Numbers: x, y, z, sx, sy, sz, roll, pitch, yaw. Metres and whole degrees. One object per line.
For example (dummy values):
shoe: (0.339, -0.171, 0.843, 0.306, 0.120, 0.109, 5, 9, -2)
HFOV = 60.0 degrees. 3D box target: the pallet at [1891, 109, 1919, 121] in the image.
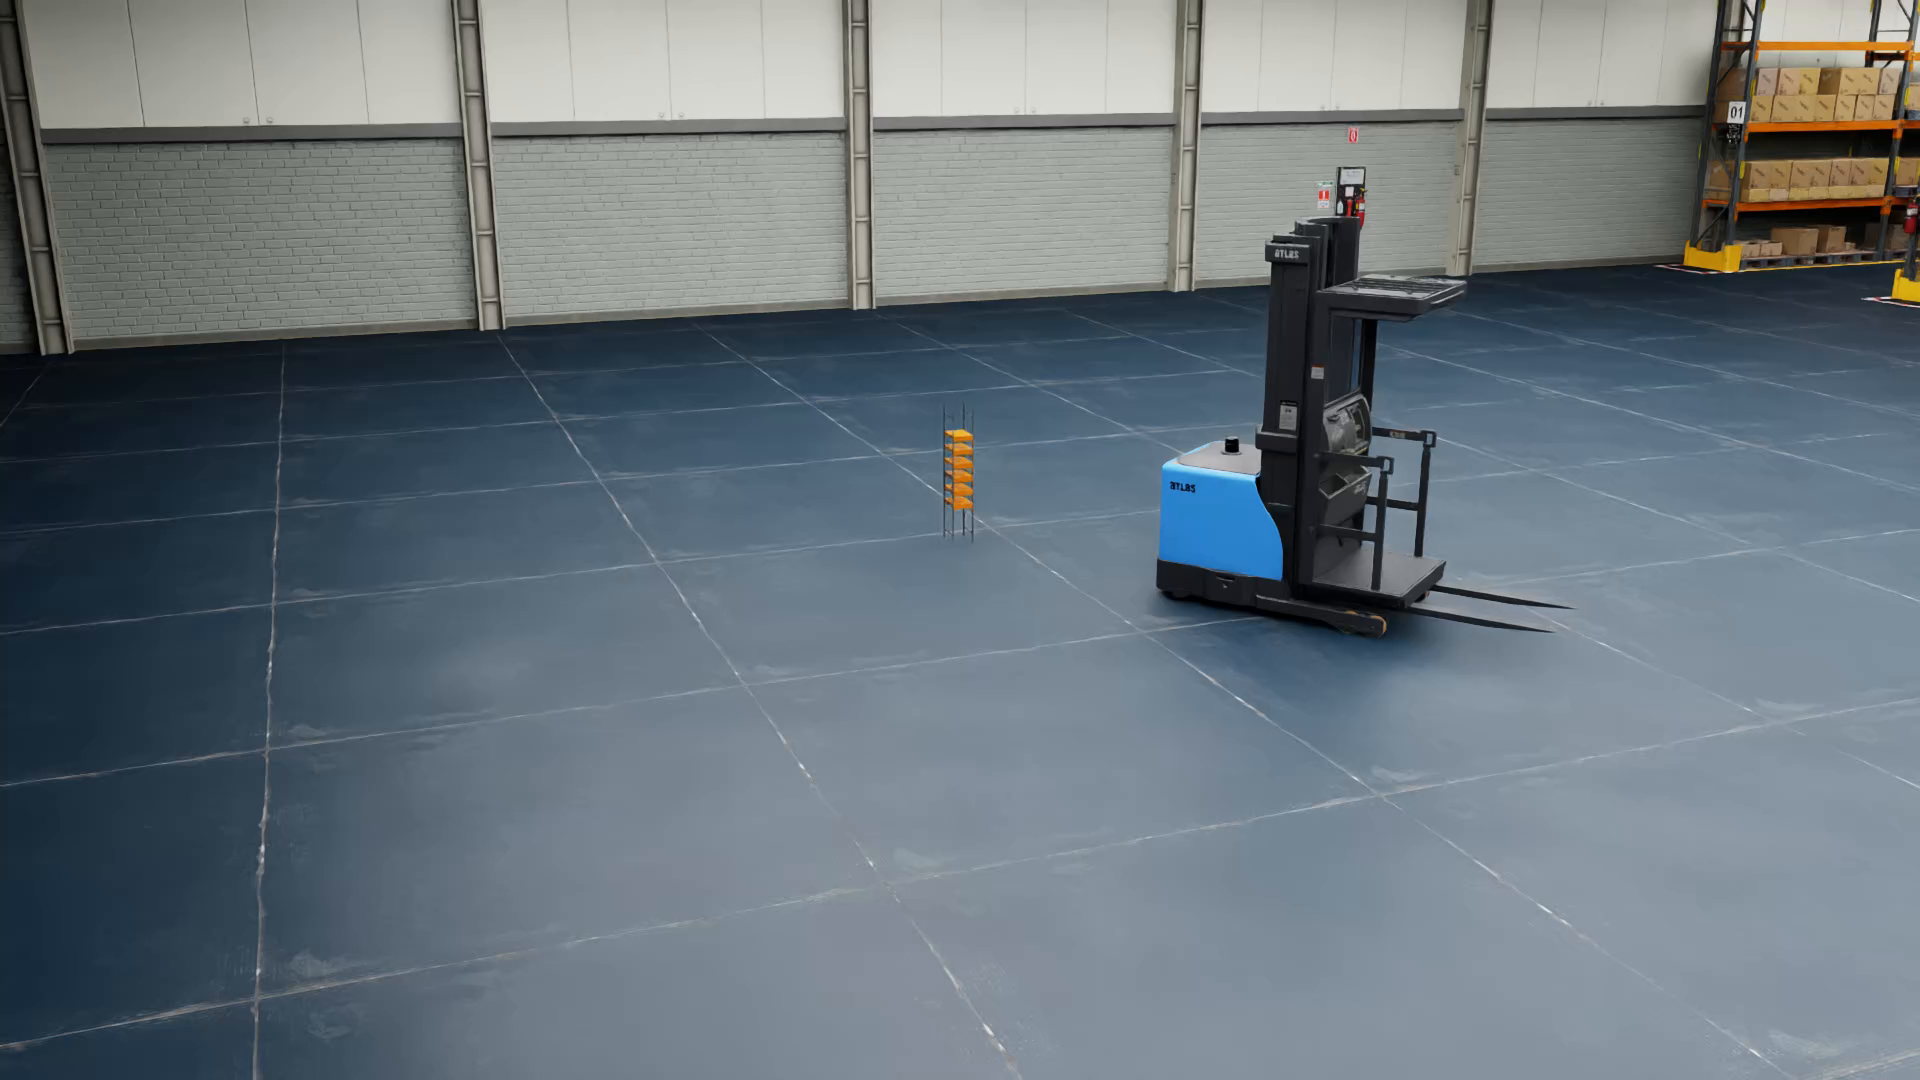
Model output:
pallet: (19.173, -8.620, 33.637, 1.003, 0.211, 1.213, -6, 17, -20)

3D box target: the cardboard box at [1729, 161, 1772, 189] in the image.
cardboard box: (15.377, -7.100, 32.351, 0.500, 0.500, 0.500, -6, 17, -20)

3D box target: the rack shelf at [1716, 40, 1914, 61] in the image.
rack shelf: (16.691, -9.566, 32.487, 4.000, 0.370, 1.077, -6, 17, -20)

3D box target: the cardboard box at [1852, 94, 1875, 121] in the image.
cardboard box: (17.698, -8.570, 32.920, 0.500, 0.500, 0.500, -8, 18, -25)

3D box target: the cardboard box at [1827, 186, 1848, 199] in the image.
cardboard box: (17.292, -6.944, 33.151, 0.500, 0.250, 0.500, -6, 17, -20)

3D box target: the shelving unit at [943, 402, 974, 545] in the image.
shelving unit: (-0.014, -0.574, 14.424, 0.189, 1.200, 0.258, -6, 17, -20)

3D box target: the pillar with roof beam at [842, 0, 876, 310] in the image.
pillar with roof beam: (-0.100, -7.062, 22.676, 0.400, 9.000, 9.100, -6, 17, -20)

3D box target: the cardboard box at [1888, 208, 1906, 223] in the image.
cardboard box: (19.650, -6.732, 34.523, 0.500, 0.250, 0.500, -7, 18, -21)

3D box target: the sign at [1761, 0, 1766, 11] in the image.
sign: (15.017, -10.055, 31.069, 0.005, 0.325, 0.100, -6, 17, -20)

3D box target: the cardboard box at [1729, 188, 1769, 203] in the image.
cardboard box: (15.392, -6.736, 32.445, 0.500, 0.250, 0.500, -7, 18, -22)

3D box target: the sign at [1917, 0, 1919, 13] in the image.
sign: (18.735, -10.456, 32.436, 0.005, 0.325, 0.100, -6, 17, -20)

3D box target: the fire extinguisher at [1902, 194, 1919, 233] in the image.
fire extinguisher: (16.323, -5.603, 28.493, 0.183, 0.674, 0.296, -6, 17, -20)

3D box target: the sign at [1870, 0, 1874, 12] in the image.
sign: (18.354, -10.784, 33.413, 0.005, 0.325, 0.100, -6, 17, -20)

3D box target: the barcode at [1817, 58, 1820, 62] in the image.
barcode: (17.107, -9.560, 33.134, 0.075, 0.075, 0.001, -6, 17, -20)

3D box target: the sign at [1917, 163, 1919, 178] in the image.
sign: (16.418, -6.343, 28.401, 0.005, 0.325, 0.100, -6, 17, -20)

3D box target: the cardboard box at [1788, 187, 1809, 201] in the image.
cardboard box: (16.350, -6.842, 32.805, 0.500, 0.250, 0.500, -6, 18, -21)

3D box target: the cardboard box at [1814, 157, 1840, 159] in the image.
cardboard box: (17.560, -7.490, 33.681, 0.500, 0.500, 0.500, -6, 17, -20)

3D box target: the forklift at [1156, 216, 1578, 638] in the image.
forklift: (3.063, -0.857, 12.315, 3.031, 2.935, 1.130, 10, 19, 31)

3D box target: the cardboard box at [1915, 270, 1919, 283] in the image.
cardboard box: (16.994, -4.544, 28.883, 0.500, 0.250, 0.500, -6, 17, -20)

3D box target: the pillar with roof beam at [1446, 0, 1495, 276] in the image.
pillar with roof beam: (11.105, -8.272, 26.796, 0.400, 9.000, 9.100, -6, 17, -20)

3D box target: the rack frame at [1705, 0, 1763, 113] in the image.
rack frame: (14.823, -9.712, 31.698, 0.127, 3.000, 1.000, -6, 17, -20)

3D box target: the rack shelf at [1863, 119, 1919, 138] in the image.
rack shelf: (20.426, -8.532, 34.282, 4.000, 0.370, 1.077, -6, 17, -20)

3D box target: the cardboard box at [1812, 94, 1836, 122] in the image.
cardboard box: (16.715, -8.456, 32.532, 0.500, 0.500, 0.500, -5, 17, -17)

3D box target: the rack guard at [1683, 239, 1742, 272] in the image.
rack guard: (14.894, -5.641, 32.922, 0.348, 0.500, 1.175, -6, 17, -20)

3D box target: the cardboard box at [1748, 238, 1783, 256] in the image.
cardboard box: (16.034, -5.858, 33.213, 0.500, 0.311, 0.500, -5, 17, -15)

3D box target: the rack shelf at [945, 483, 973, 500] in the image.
rack shelf: (-0.014, -0.416, 14.471, 0.180, 0.103, 0.258, -6, 17, -20)

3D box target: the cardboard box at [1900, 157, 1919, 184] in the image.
cardboard box: (19.570, -7.592, 34.170, 0.500, 0.500, 0.700, -4, 17, -14)

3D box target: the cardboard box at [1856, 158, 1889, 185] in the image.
cardboard box: (18.228, -7.405, 33.390, 0.500, 0.500, 0.500, -6, 17, -20)

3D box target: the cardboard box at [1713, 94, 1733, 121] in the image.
cardboard box: (15.122, -8.439, 32.474, 0.500, 0.500, 0.500, -5, 17, -16)

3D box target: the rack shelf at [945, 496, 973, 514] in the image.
rack shelf: (-0.014, -0.301, 14.504, 0.180, 0.103, 0.258, -6, 17, -20)

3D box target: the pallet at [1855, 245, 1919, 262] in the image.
pallet: (19.285, -5.977, 34.578, 1.213, 0.211, 1.003, -6, 17, -20)

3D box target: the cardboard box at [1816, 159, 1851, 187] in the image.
cardboard box: (17.289, -7.305, 33.050, 0.500, 0.500, 0.500, -7, 18, -22)

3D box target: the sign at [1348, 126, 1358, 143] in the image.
sign: (7.200, -7.425, 30.444, 0.199, 0.298, 0.001, -6, 17, -20)

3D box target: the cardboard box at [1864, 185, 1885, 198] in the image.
cardboard box: (18.225, -7.047, 33.501, 0.500, 0.250, 0.500, -6, 17, -20)

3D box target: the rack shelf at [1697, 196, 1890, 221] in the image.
rack shelf: (16.691, -6.690, 33.331, 4.000, 0.370, 1.077, -6, 17, -20)

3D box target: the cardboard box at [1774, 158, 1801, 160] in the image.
cardboard box: (16.612, -7.386, 33.327, 0.500, 0.500, 0.500, -6, 17, -19)

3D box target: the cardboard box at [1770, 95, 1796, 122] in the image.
cardboard box: (15.739, -8.343, 32.147, 0.500, 0.500, 0.500, -5, 17, -16)

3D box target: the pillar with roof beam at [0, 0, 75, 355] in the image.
pillar with roof beam: (-11.306, -5.852, 18.557, 0.400, 9.000, 9.100, -6, 17, -20)

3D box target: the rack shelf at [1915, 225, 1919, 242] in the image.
rack shelf: (18.467, -5.387, 28.894, 4.000, 0.370, 1.077, -6, 17, -20)

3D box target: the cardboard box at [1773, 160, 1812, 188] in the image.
cardboard box: (16.326, -7.197, 32.683, 0.500, 0.500, 0.500, -7, 18, -22)

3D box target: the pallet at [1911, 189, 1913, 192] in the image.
pallet: (20.460, -7.337, 34.601, 1.213, 0.211, 1.003, -6, 17, -20)

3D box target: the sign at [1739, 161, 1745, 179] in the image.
sign: (15.018, -7.106, 31.935, 0.005, 0.325, 0.100, -6, 17, -20)

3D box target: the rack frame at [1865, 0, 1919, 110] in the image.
rack frame: (18.558, -10.115, 33.071, 0.127, 3.000, 1.000, -6, 17, -20)

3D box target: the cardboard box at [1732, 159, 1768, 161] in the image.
cardboard box: (15.661, -7.282, 32.972, 0.500, 0.500, 0.500, -6, 17, -19)

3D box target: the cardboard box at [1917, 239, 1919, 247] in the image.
cardboard box: (19.704, -6.392, 34.697, 0.500, 0.500, 0.700, -7, 18, -21)

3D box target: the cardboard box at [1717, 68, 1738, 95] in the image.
cardboard box: (15.132, -8.922, 32.345, 0.500, 0.500, 0.500, -5, 17, -18)

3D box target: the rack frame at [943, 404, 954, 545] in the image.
rack frame: (-0.099, -0.565, 14.393, 0.006, 1.200, 0.240, -6, 17, -20)

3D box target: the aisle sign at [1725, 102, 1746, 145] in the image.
aisle sign: (14.863, -7.994, 31.884, 0.004, 0.787, 0.394, -6, 17, -20)

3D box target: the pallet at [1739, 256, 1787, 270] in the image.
pallet: (15.665, -5.575, 33.210, 1.213, 0.211, 1.003, -6, 17, -20)

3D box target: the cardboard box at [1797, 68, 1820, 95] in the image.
cardboard box: (16.231, -8.876, 32.191, 0.500, 0.500, 0.500, -6, 17, -19)

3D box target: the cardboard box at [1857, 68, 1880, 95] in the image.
cardboard box: (17.677, -9.033, 32.723, 0.500, 0.500, 0.500, -5, 17, -17)

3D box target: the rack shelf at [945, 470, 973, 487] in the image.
rack shelf: (-0.014, -0.532, 14.437, 0.180, 0.103, 0.258, -6, 17, -20)

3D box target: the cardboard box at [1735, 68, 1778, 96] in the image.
cardboard box: (15.270, -8.785, 31.878, 0.500, 0.500, 0.500, -8, 18, -24)

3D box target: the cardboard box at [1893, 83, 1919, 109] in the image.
cardboard box: (19.098, -8.959, 33.537, 0.500, 0.500, 0.500, -4, 17, -12)

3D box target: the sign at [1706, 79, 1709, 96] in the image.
sign: (14.643, -8.845, 32.500, 0.005, 0.325, 0.100, -6, 17, -20)

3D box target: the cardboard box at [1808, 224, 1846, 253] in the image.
cardboard box: (17.604, -6.133, 33.815, 0.500, 0.500, 0.500, -8, 18, -24)
